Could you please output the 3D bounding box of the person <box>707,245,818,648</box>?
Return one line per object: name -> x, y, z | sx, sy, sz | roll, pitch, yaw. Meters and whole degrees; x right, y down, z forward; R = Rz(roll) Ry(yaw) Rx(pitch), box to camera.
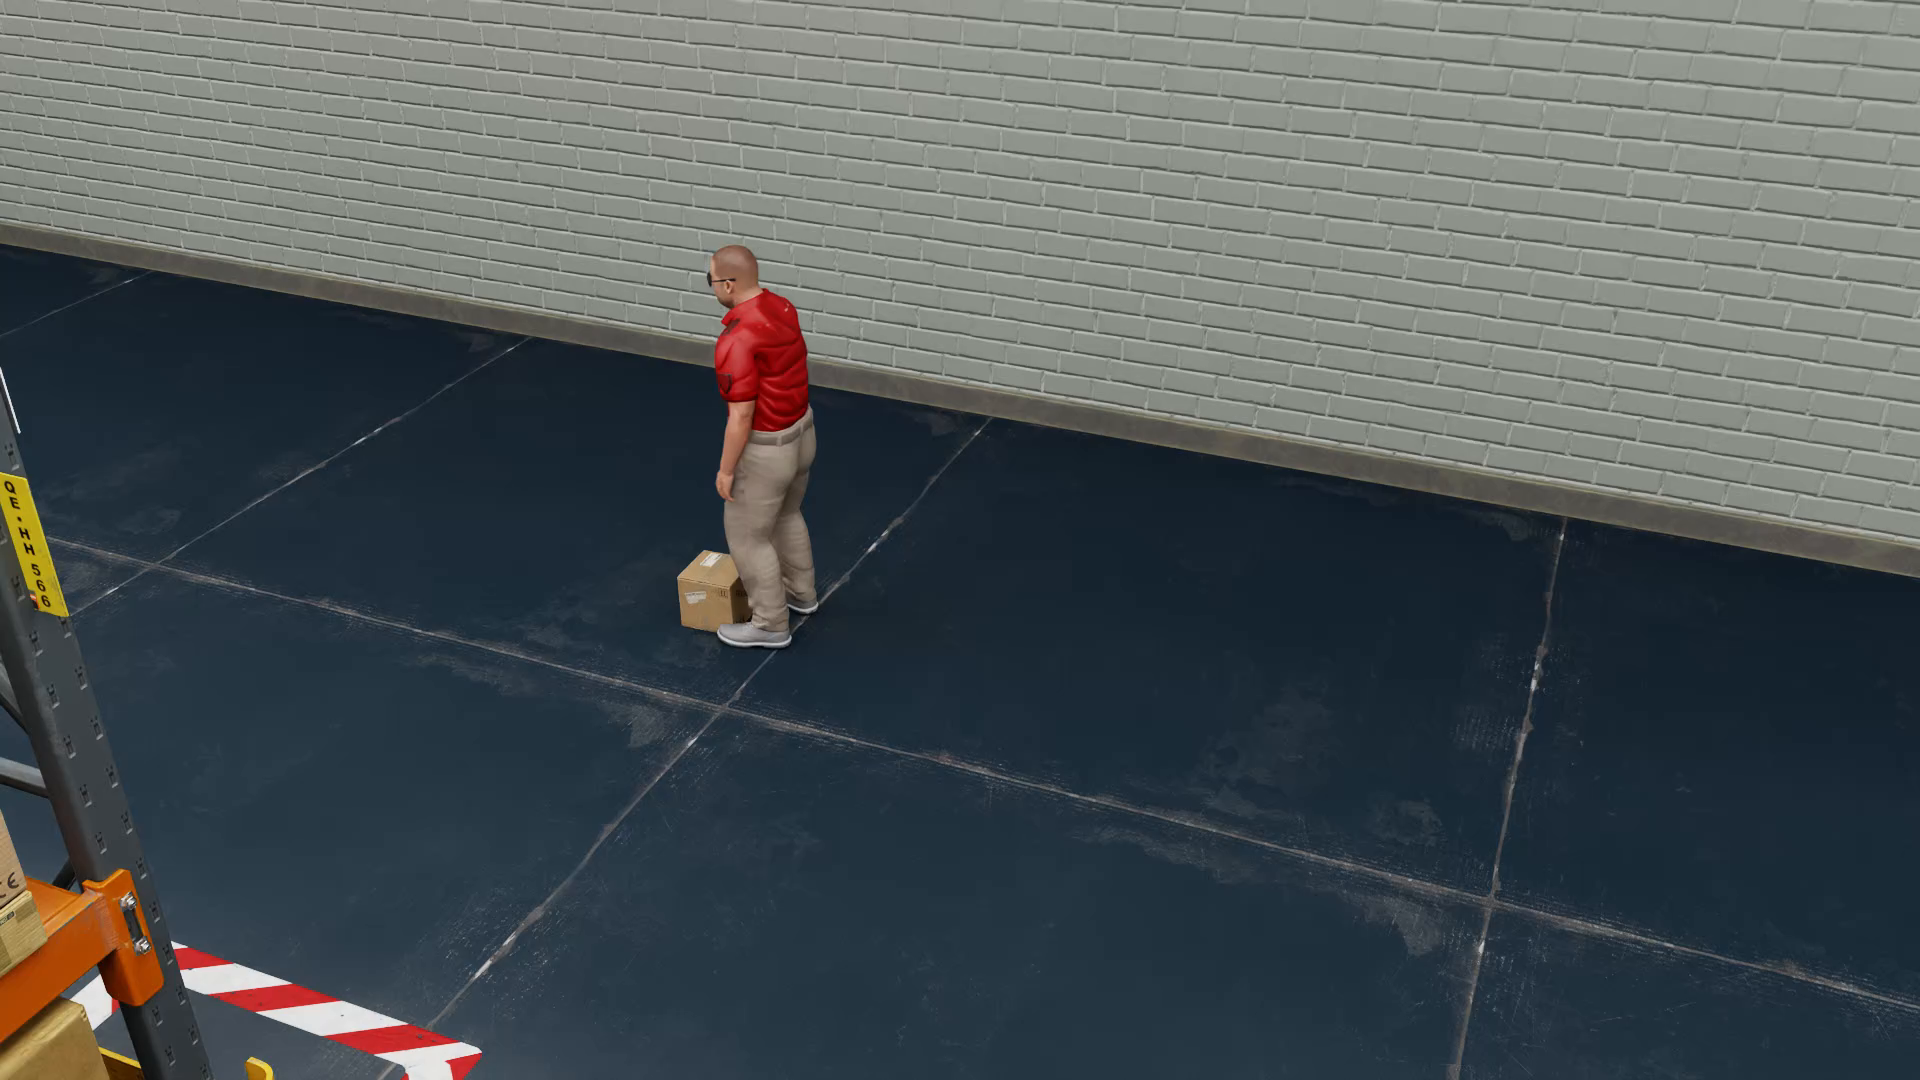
person -> -0.812, -0.376, 6.808 | 0.395, 1.727, 0.586 | 11, 31, 19
